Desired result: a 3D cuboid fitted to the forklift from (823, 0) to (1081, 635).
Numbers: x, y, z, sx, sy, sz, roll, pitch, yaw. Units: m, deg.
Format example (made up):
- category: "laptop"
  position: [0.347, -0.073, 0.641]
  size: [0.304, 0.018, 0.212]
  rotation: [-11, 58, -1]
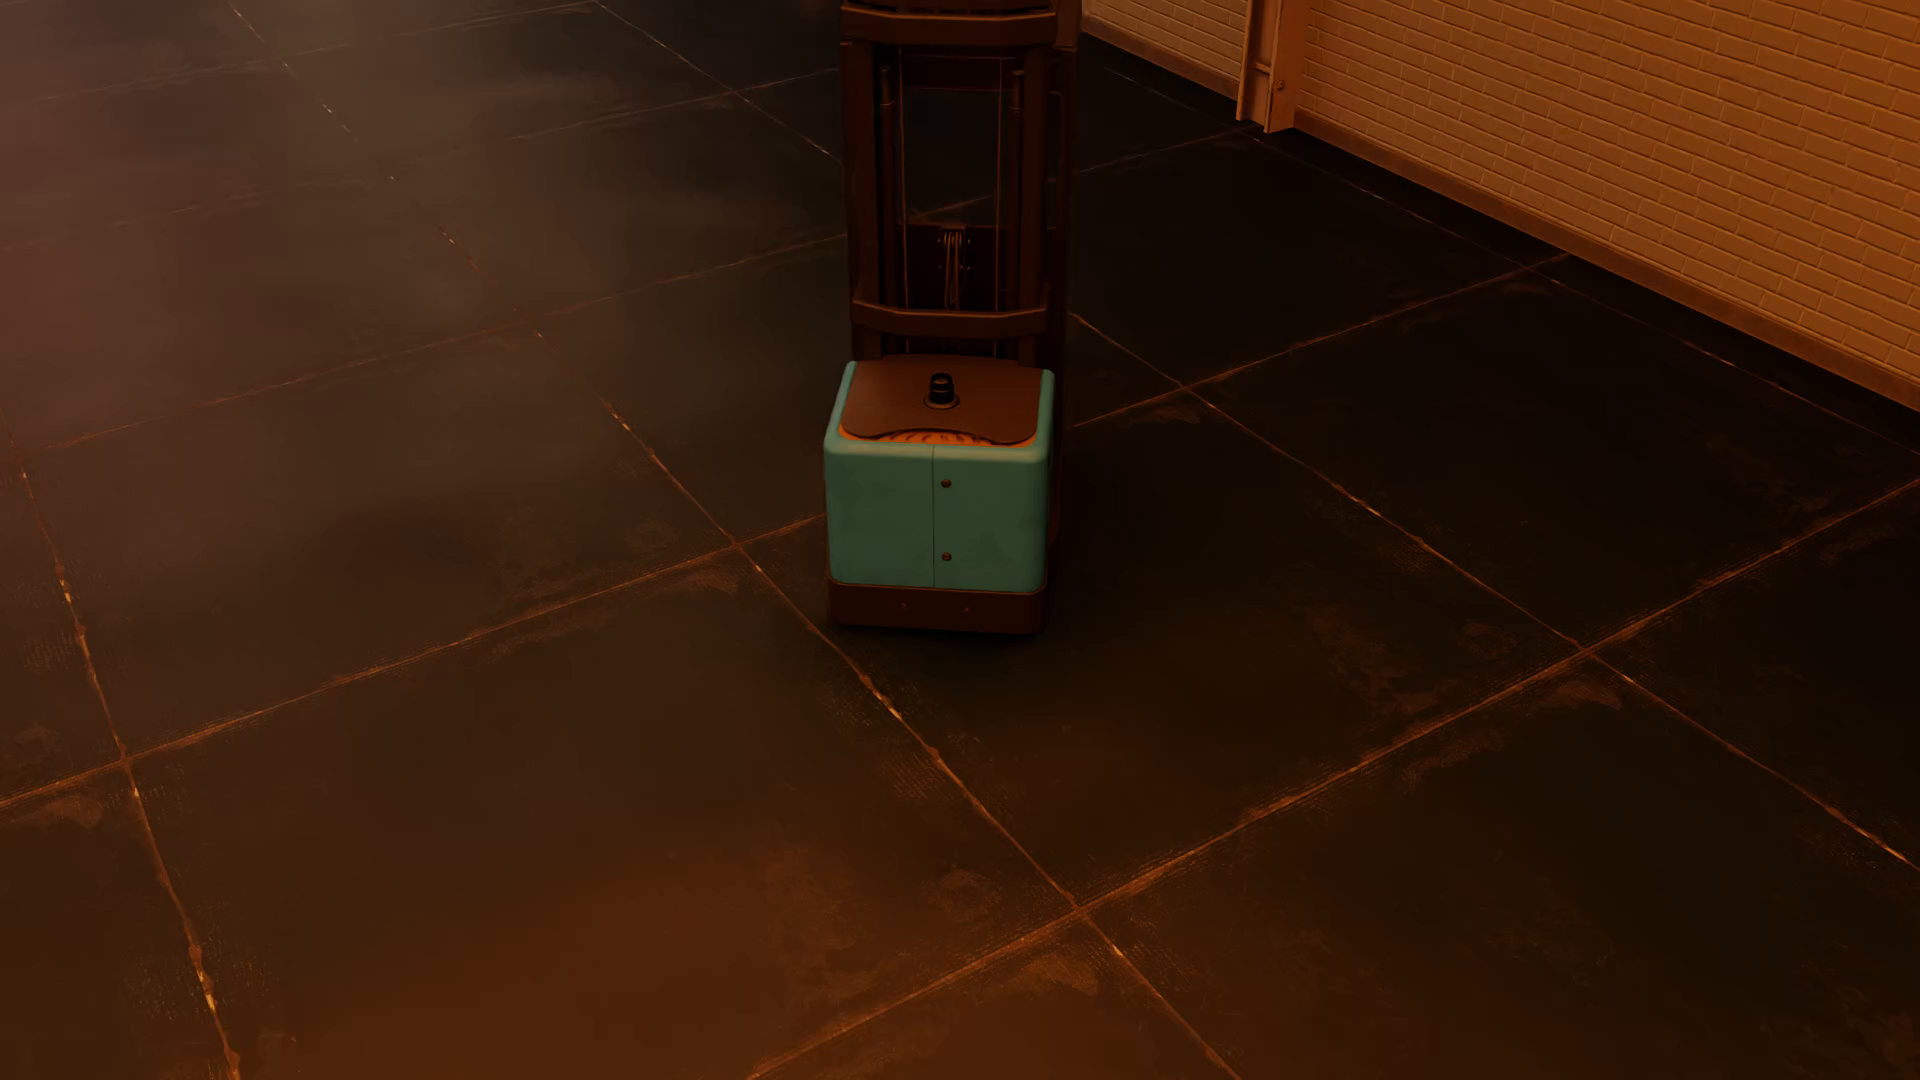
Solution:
- category: "forklift"
  position: [0.013, -1.578, 8.393]
  size: [1.130, 2.935, 3.031]
  rotation: [3, 35, 4]
